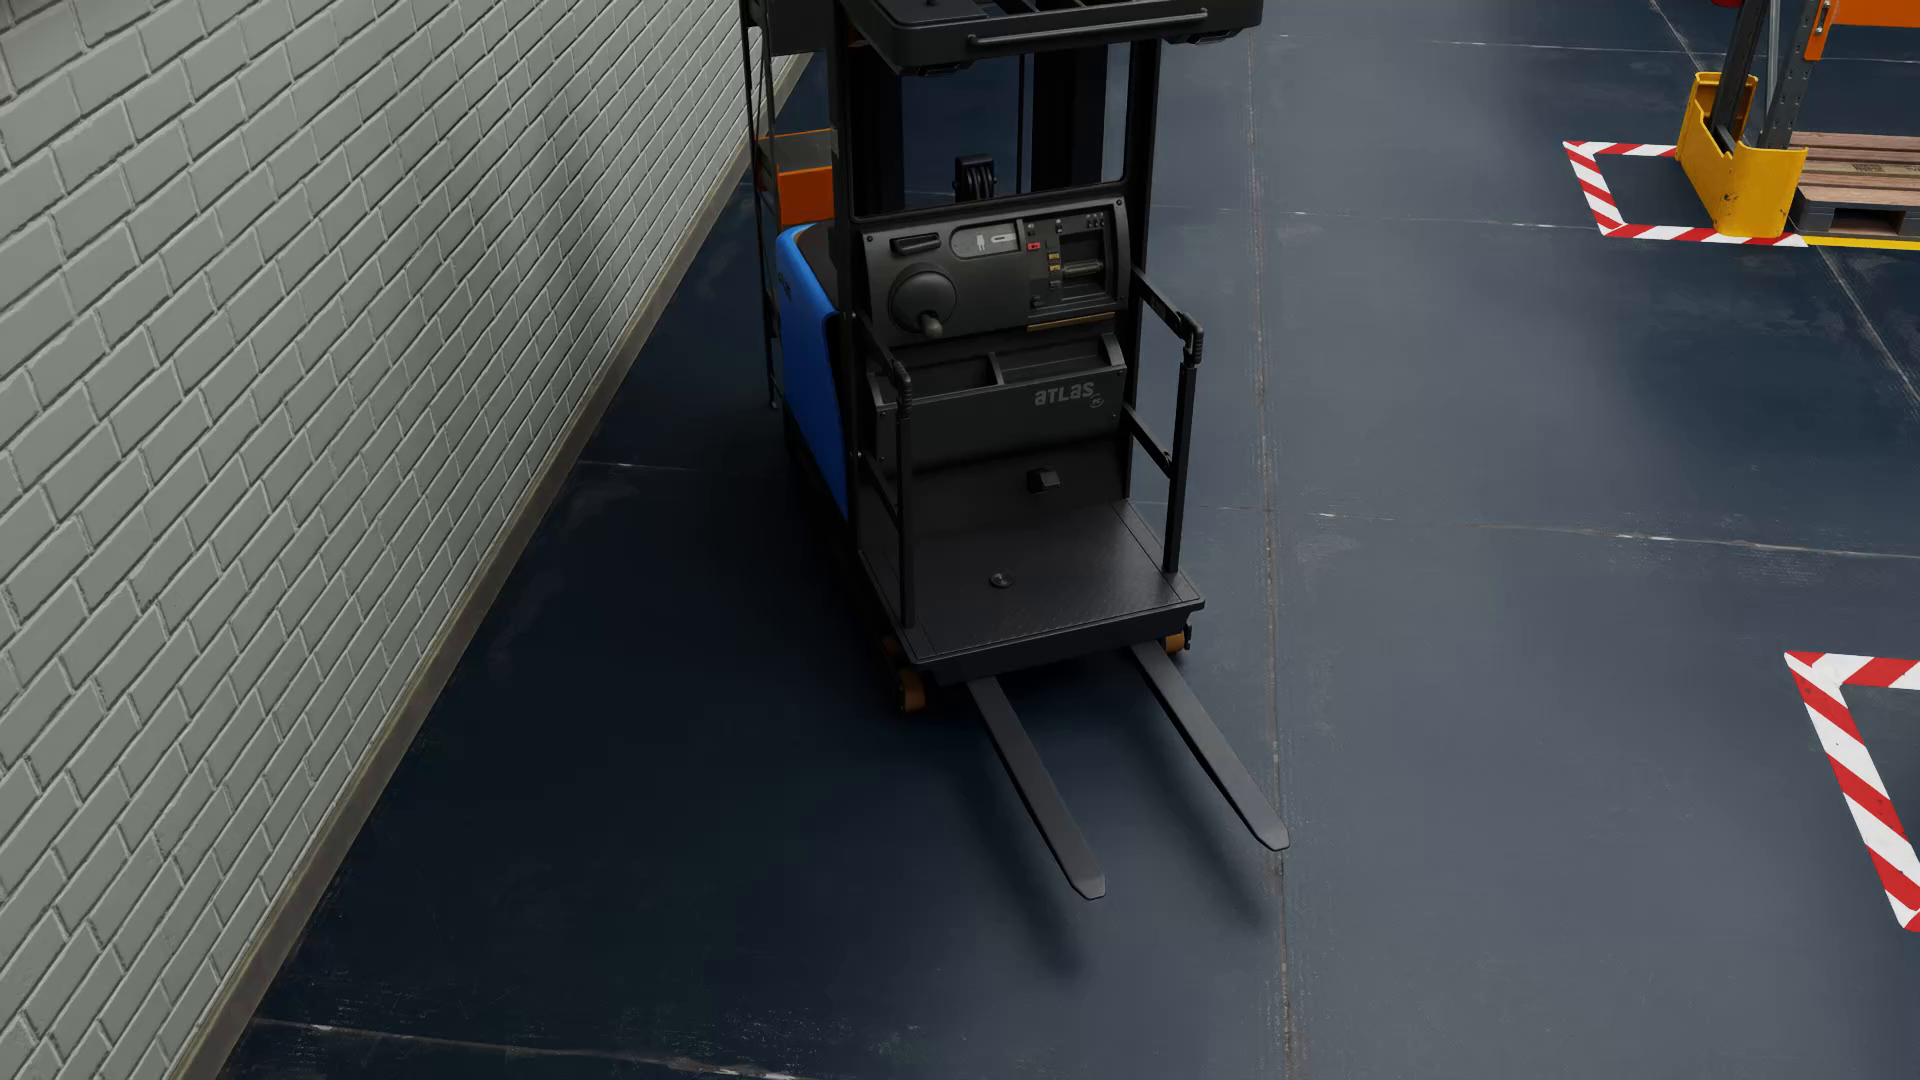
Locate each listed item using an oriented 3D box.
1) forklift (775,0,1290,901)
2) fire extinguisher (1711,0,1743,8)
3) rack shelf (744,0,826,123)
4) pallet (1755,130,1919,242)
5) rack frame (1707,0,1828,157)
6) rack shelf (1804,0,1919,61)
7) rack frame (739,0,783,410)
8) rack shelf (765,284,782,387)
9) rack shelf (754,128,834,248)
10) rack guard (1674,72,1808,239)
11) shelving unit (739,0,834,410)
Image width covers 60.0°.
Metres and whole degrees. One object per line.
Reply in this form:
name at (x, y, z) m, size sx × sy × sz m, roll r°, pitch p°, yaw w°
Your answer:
forklift at (0.202, -0.849, 5.417) m, size 1.130 × 2.935 × 3.031 m, roll -11°, pitch 37°, yaw -15°
fire extinguisher at (4.319, -3.300, 9.179) m, size 0.183 × 0.674 × 0.296 m, roll 4°, pitch 36°, yaw 6°
rack shelf at (-0.572, -1.995, 6.557) m, size 0.480 × 0.518 × 0.431 m, roll -12°, pitch 37°, yaw -16°
pallet at (5.224, -1.992, 9.359) m, size 1.213 × 0.211 × 1.003 m, roll 4°, pitch 36°, yaw 6°
rack frame at (4.411, -3.210, 8.666) m, size 0.127 × 3.000 × 1.000 m, roll 4°, pitch 36°, yaw 6°
rack shelf at (6.395, -2.770, 8.668) m, size 4.000 × 0.370 × 1.077 m, roll 4°, pitch 36°, yaw 6°
rack frame at (-0.802, -1.388, 6.888) m, size 0.015 × 2.100 × 0.400 m, roll -12°, pitch 37°, yaw -16°
rack shelf at (-0.572, -0.856, 7.370) m, size 0.480 × 0.518 × 0.431 m, roll -12°, pitch 37°, yaw -16°
rack shelf at (-0.572, -1.426, 6.964) m, size 0.480 × 0.518 × 0.431 m, roll -12°, pitch 37°, yaw -16°
rack guard at (4.385, -2.187, 9.384) m, size 0.348 × 0.500 × 1.175 m, roll 4°, pitch 36°, yaw 6°
shelving unit at (-0.572, -1.437, 6.956) m, size 0.503 × 2.100 × 0.431 m, roll -12°, pitch 37°, yaw -16°
